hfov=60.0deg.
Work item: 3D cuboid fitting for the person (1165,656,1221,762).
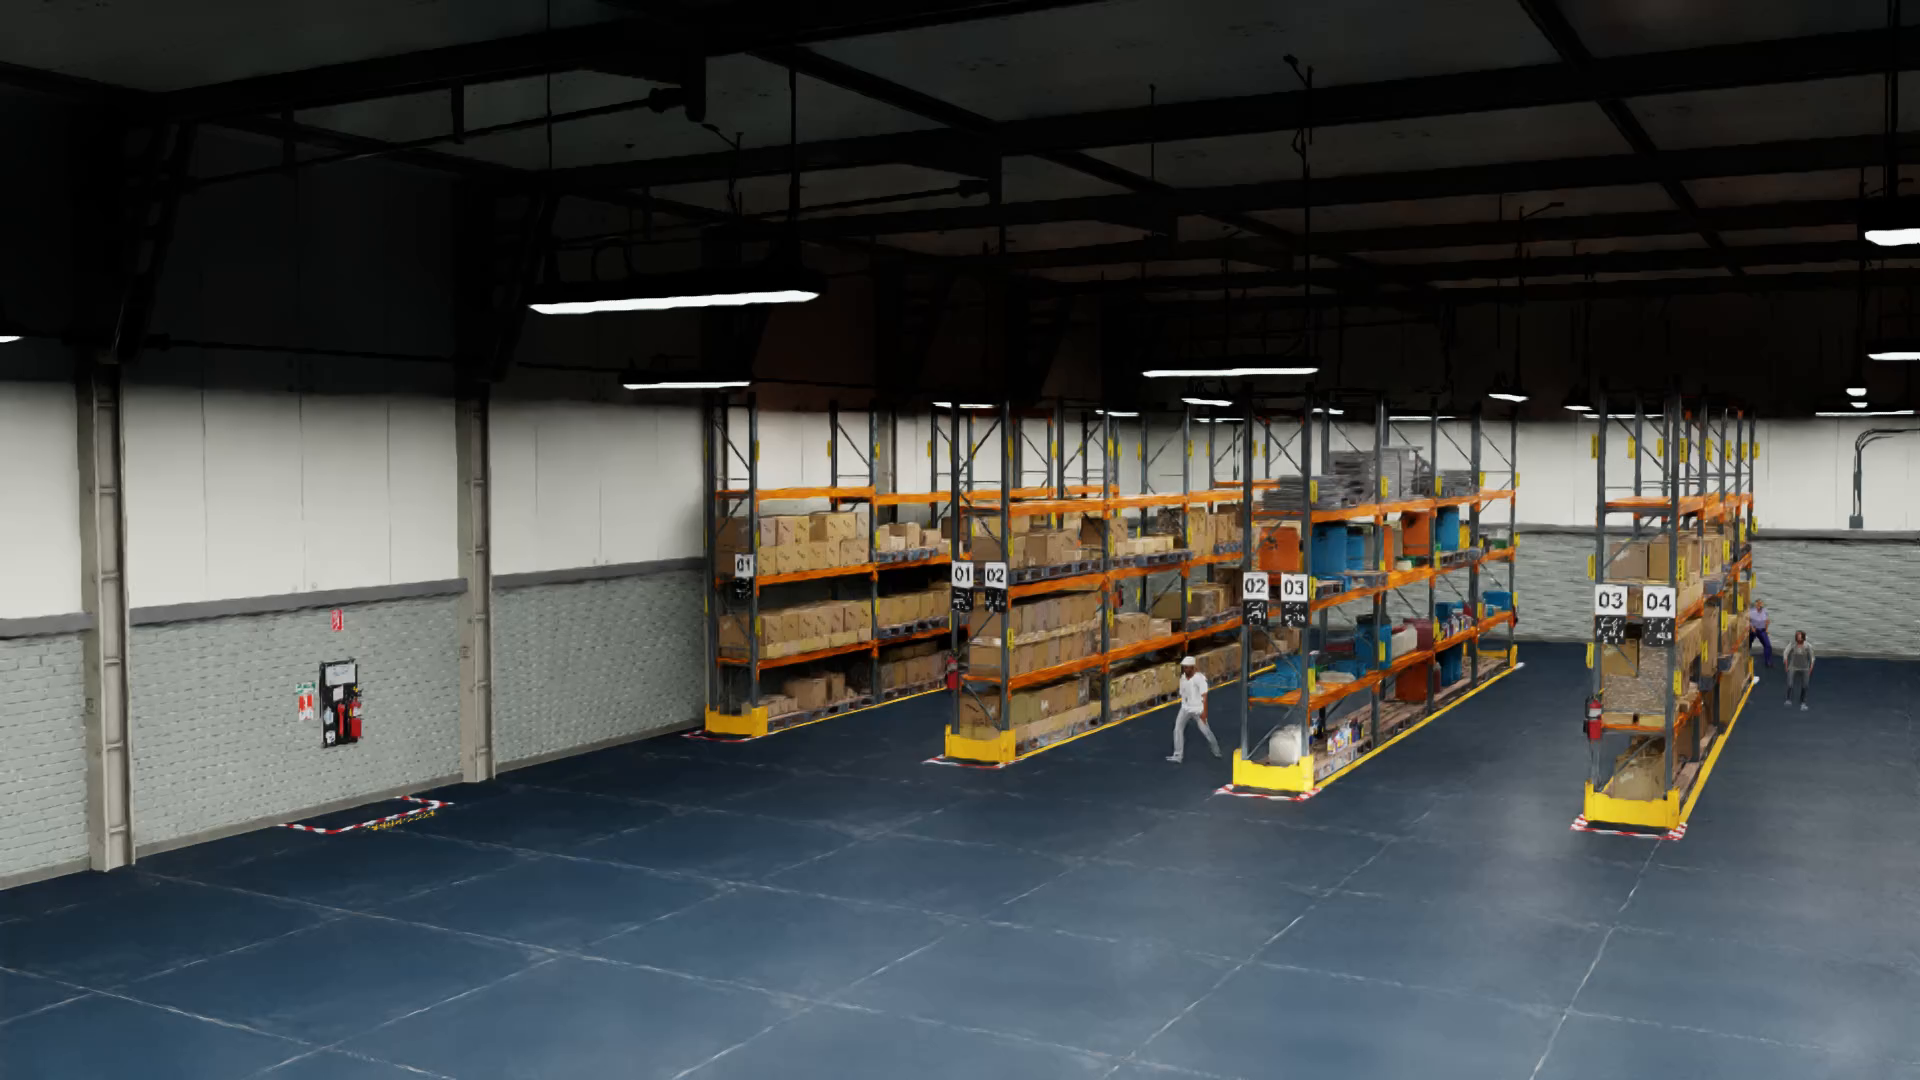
[{"bbox_3d":[3.775,2.709,26.731,0.970,1.712,0.616,-3,4,-41],"label":"person"}]

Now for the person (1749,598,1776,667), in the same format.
[{"bbox_3d":[18.468,2.123,38.511,0.647,1.577,0.821,1,3,11],"label":"person"}]

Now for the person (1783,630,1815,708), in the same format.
[{"bbox_3d":[16.252,2.497,32.233,0.566,1.541,0.519,1,3,25],"label":"person"}]
